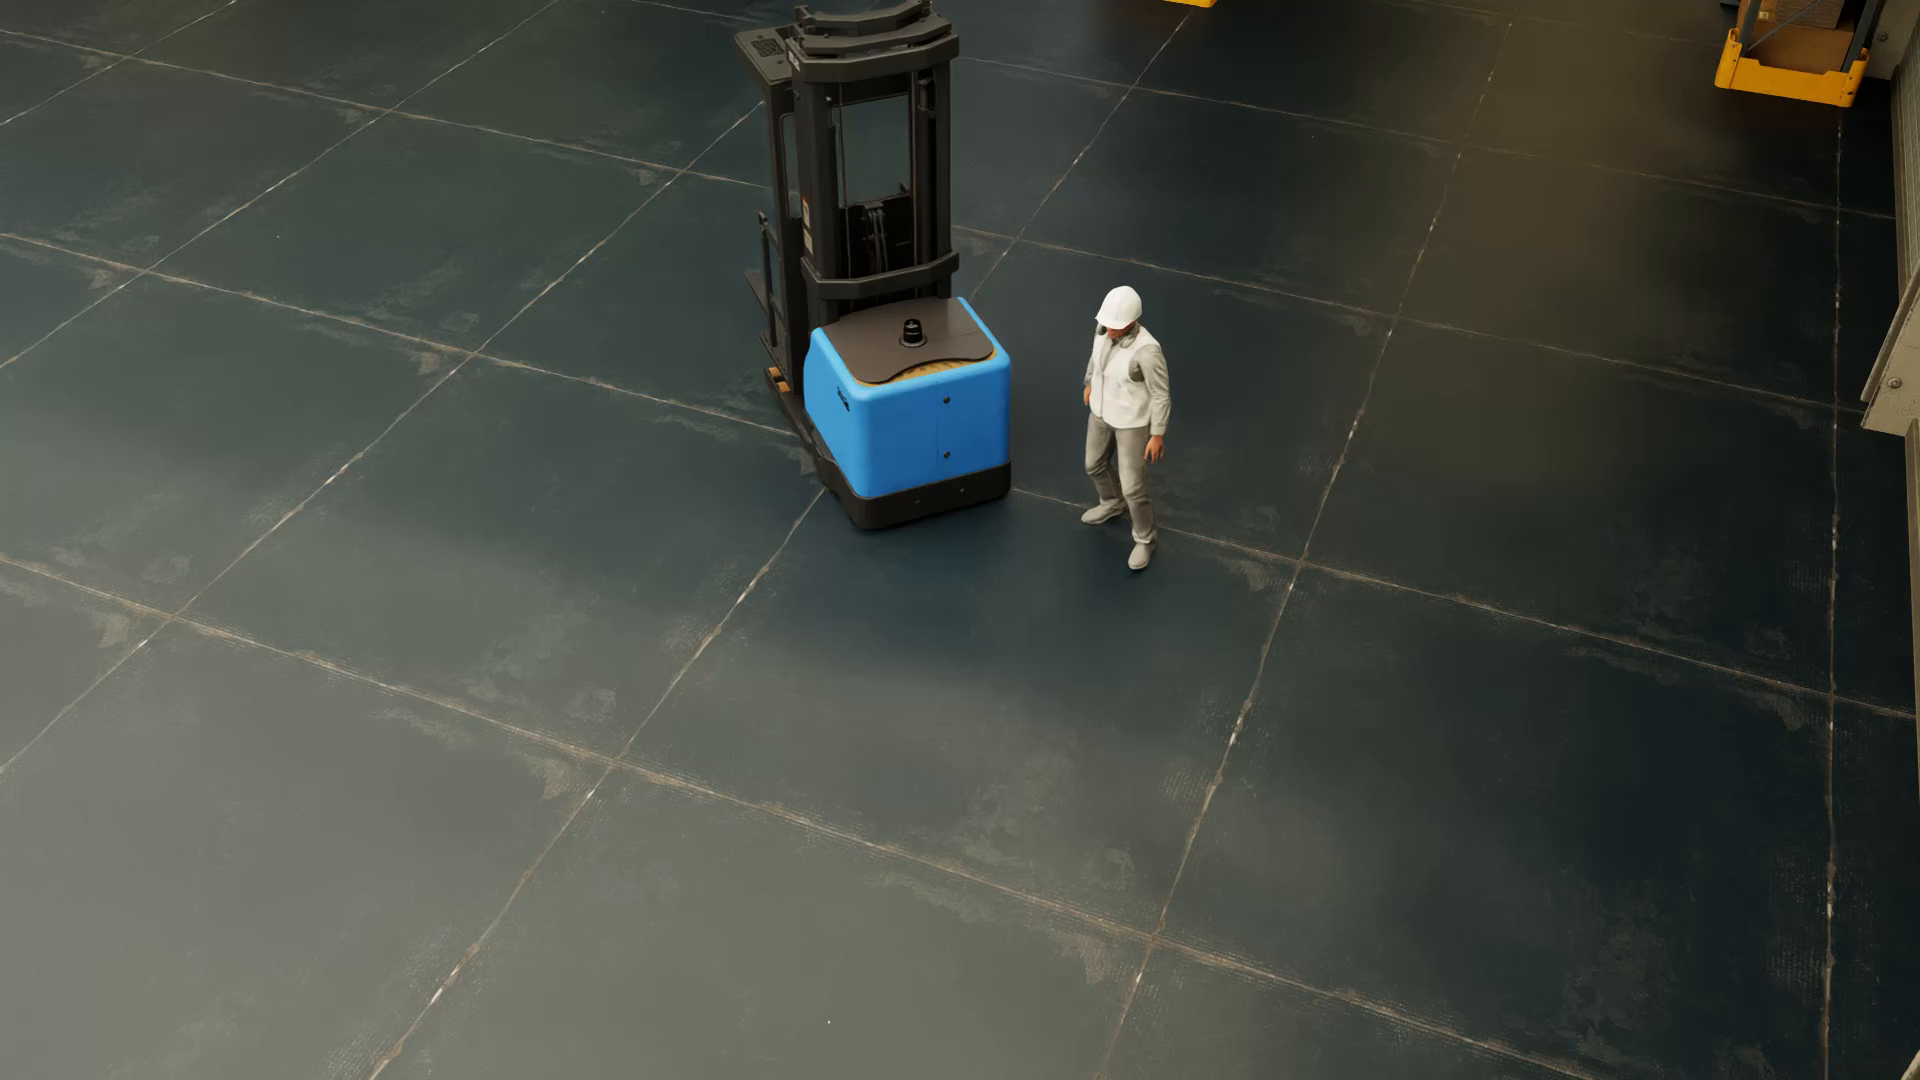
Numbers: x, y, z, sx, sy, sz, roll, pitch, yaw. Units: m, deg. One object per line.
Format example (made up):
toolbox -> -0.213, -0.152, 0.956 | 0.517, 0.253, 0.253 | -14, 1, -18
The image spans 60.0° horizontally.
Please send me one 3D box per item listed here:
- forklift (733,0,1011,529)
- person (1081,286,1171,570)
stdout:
forklift -> -0.709, -2.139, 10.562 | 1.130, 2.935, 3.031 | -15, 42, -17
person -> 0.952, -0.734, 9.809 | 0.434, 1.747, 0.805 | -26, 47, -28
